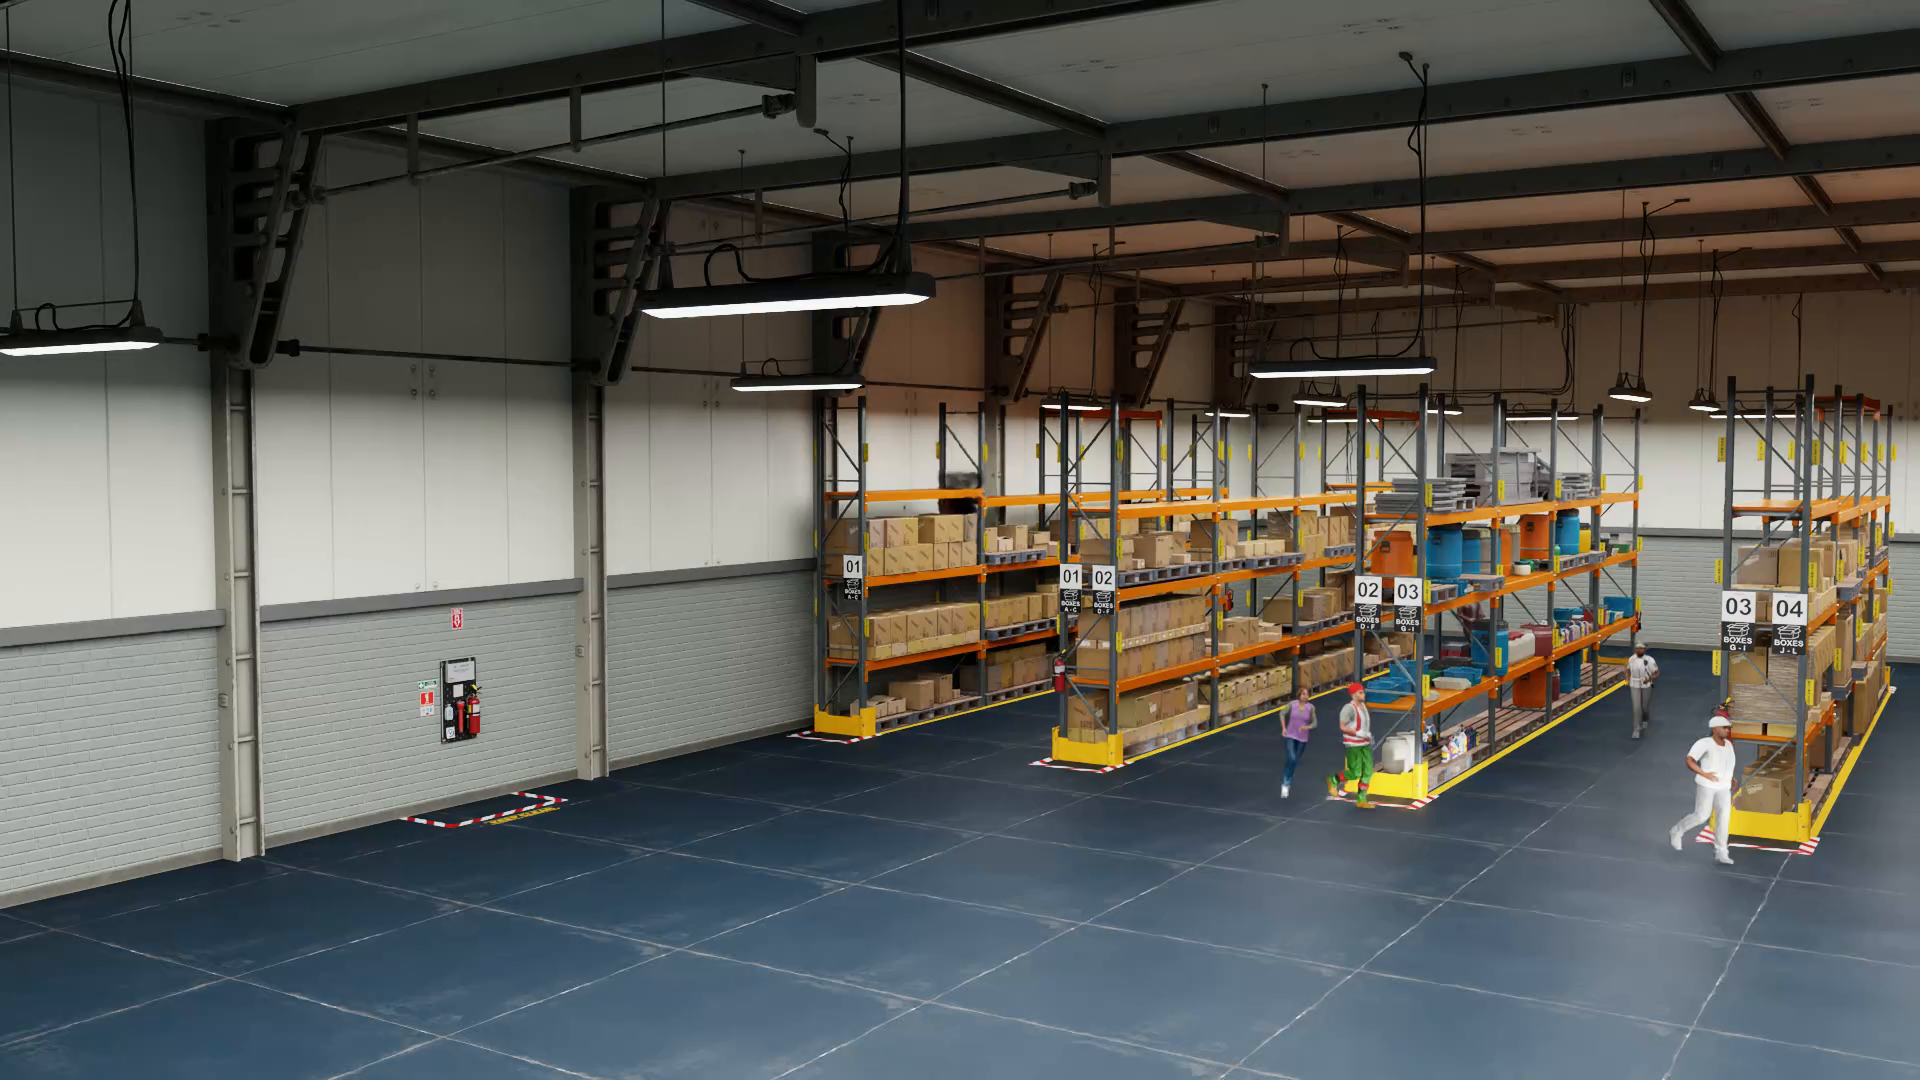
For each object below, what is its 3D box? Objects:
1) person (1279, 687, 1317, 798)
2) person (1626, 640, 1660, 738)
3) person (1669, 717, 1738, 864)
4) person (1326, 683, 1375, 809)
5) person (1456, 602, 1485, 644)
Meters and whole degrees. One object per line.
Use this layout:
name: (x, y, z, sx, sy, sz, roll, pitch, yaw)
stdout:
person: (4.943, 2.943, 24.353, 0.535, 1.614, 0.642, 0, 3, 0)
person: (11.996, 2.598, 29.245, 0.573, 1.696, 0.859, 2, 3, 30)
person: (9.315, 3.042, 20.501, 0.760, 1.732, 0.963, -1, 3, -17)
person: (5.570, 2.863, 23.492, 0.638, 1.699, 0.733, -3, 4, -44)
person: (12.150, 2.077, 39.632, 0.751, 1.809, 0.887, 0, 3, -2)
